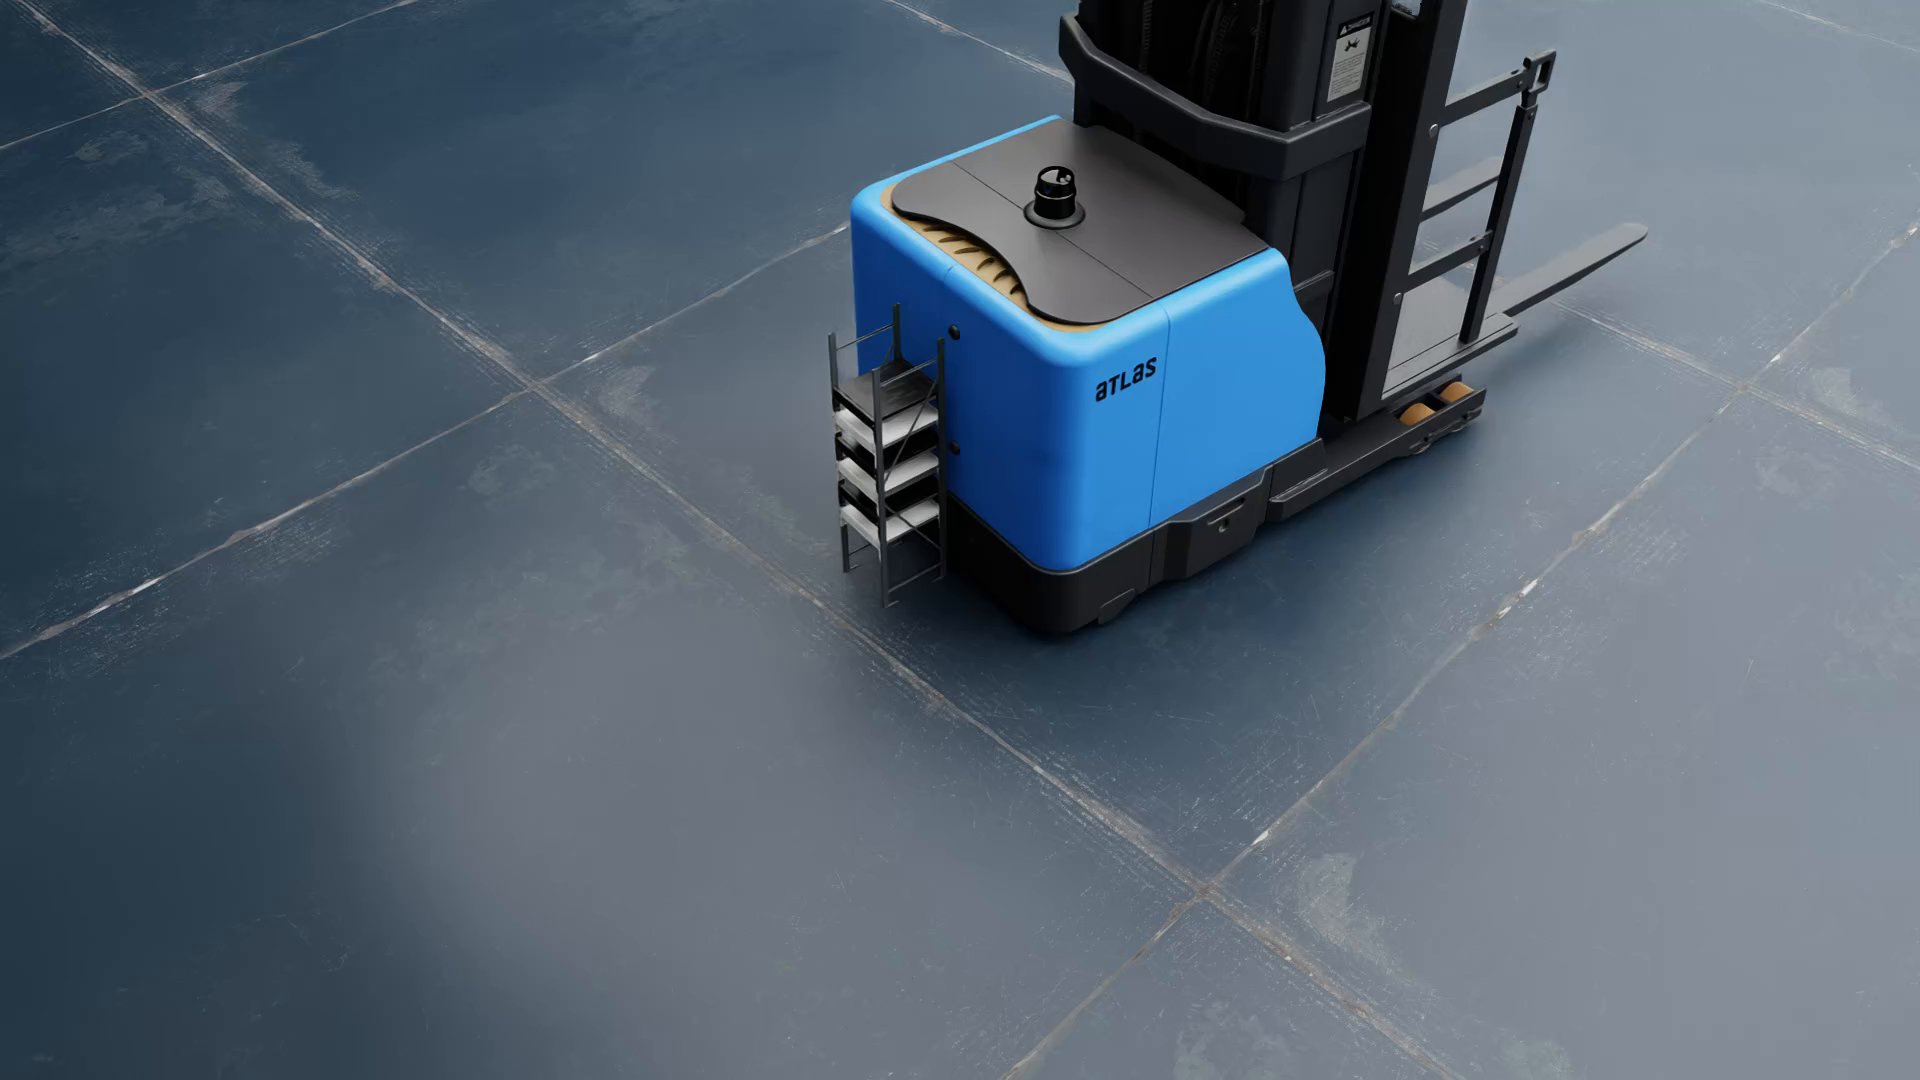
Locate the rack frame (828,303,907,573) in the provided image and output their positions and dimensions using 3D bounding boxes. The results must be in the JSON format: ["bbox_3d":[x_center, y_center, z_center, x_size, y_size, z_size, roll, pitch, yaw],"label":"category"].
[{"bbox_3d":[-0.264,-0.279,4.889,0.240,0.900,0.006,-28,50,-27],"label":"rack frame"}]

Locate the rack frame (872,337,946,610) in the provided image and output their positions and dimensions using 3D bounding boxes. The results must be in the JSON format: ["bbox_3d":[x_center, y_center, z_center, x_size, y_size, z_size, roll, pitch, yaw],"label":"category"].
[{"bbox_3d":[-0.138,-0.171,4.772,0.240,0.900,0.006,-28,50,-27],"label":"rack frame"}]

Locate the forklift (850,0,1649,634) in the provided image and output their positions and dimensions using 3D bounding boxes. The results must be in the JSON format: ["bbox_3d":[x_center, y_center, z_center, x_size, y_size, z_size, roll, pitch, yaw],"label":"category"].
[{"bbox_3d":[1.150,-1.625,4.849,3.031,2.935,1.130,-27,49,-26],"label":"forklift"}]

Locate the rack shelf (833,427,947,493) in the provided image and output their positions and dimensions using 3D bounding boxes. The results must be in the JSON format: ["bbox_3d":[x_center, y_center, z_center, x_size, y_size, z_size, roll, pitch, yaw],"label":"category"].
[{"bbox_3d":[-0.201,-0.267,4.792,0.258,0.077,0.200,-28,50,-27],"label":"rack shelf"}]

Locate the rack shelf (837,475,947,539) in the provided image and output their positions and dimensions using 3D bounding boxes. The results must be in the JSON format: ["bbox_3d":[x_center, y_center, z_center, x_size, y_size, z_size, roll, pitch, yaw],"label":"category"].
[{"bbox_3d":[-0.201,-0.135,4.914,0.258,0.077,0.200,-28,50,-27],"label":"rack shelf"}]

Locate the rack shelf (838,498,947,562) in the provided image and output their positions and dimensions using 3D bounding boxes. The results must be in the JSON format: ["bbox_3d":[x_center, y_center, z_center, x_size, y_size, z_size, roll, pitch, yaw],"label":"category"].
[{"bbox_3d":[-0.201,-0.069,4.975,0.258,0.077,0.200,-28,50,-27],"label":"rack shelf"}]

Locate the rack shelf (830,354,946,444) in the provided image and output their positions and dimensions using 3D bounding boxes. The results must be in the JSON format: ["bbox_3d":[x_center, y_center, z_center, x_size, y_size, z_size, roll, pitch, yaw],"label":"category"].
[{"bbox_3d":[-0.201,-0.399,4.670,0.258,0.077,0.200,-28,50,-27],"label":"rack shelf"}]

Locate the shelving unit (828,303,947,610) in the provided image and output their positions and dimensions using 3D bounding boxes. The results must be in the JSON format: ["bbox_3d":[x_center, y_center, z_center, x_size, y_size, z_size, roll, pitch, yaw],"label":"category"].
[{"bbox_3d":[-0.201,-0.225,4.831,0.258,0.900,0.210,-28,50,-27],"label":"shelving unit"}]

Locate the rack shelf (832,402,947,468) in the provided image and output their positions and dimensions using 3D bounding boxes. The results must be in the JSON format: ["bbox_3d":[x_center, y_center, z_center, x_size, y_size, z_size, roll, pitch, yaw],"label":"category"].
[{"bbox_3d":[-0.201,-0.333,4.731,0.258,0.077,0.200,-28,50,-27],"label":"rack shelf"}]

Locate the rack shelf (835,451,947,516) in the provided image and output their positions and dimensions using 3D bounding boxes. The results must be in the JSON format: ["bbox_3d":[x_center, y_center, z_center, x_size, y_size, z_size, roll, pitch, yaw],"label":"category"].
[{"bbox_3d":[-0.201,-0.201,4.853,0.258,0.077,0.200,-28,50,-27],"label":"rack shelf"}]
